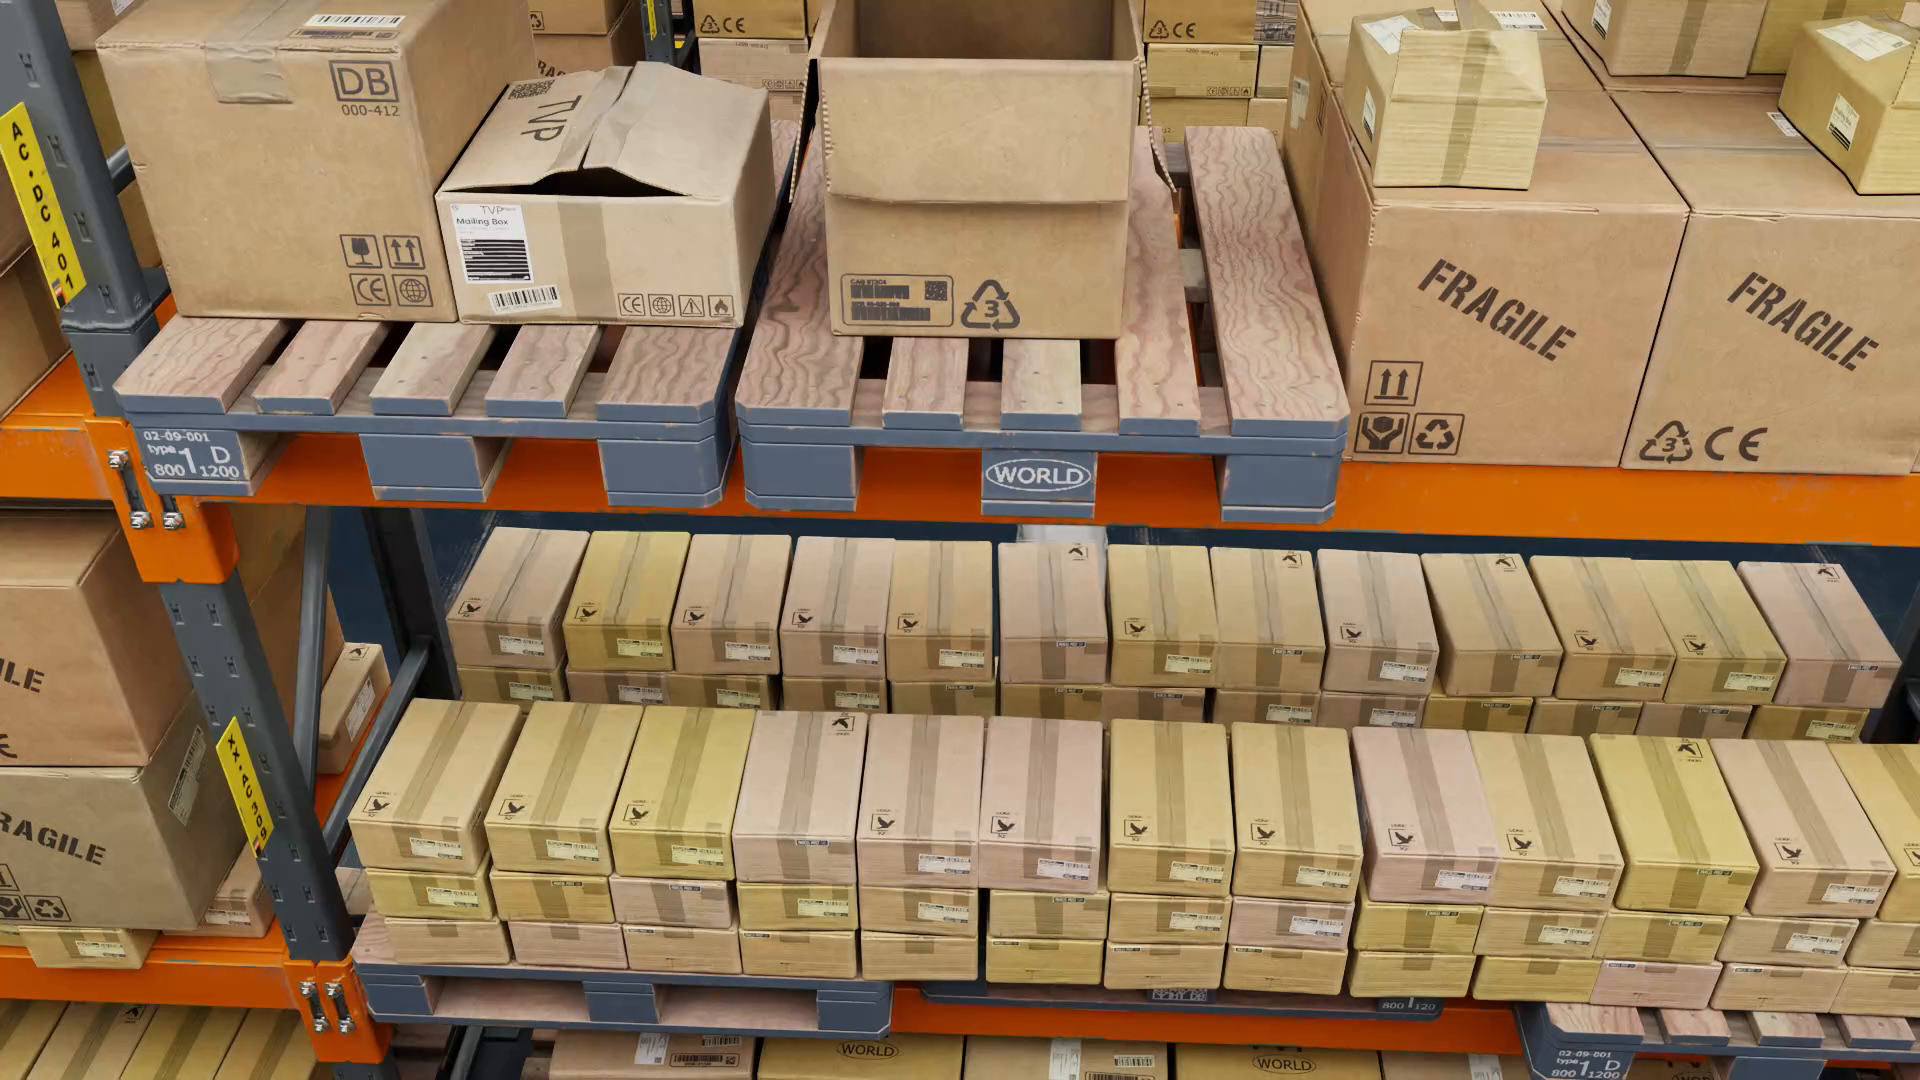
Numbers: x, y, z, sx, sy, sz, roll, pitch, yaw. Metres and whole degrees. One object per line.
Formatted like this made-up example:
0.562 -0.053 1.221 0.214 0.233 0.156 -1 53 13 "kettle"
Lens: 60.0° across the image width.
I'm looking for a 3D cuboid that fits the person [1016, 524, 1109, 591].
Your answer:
0.392 0.379 6.219 0.420 0.911 0.858 0 36 0 "person"
